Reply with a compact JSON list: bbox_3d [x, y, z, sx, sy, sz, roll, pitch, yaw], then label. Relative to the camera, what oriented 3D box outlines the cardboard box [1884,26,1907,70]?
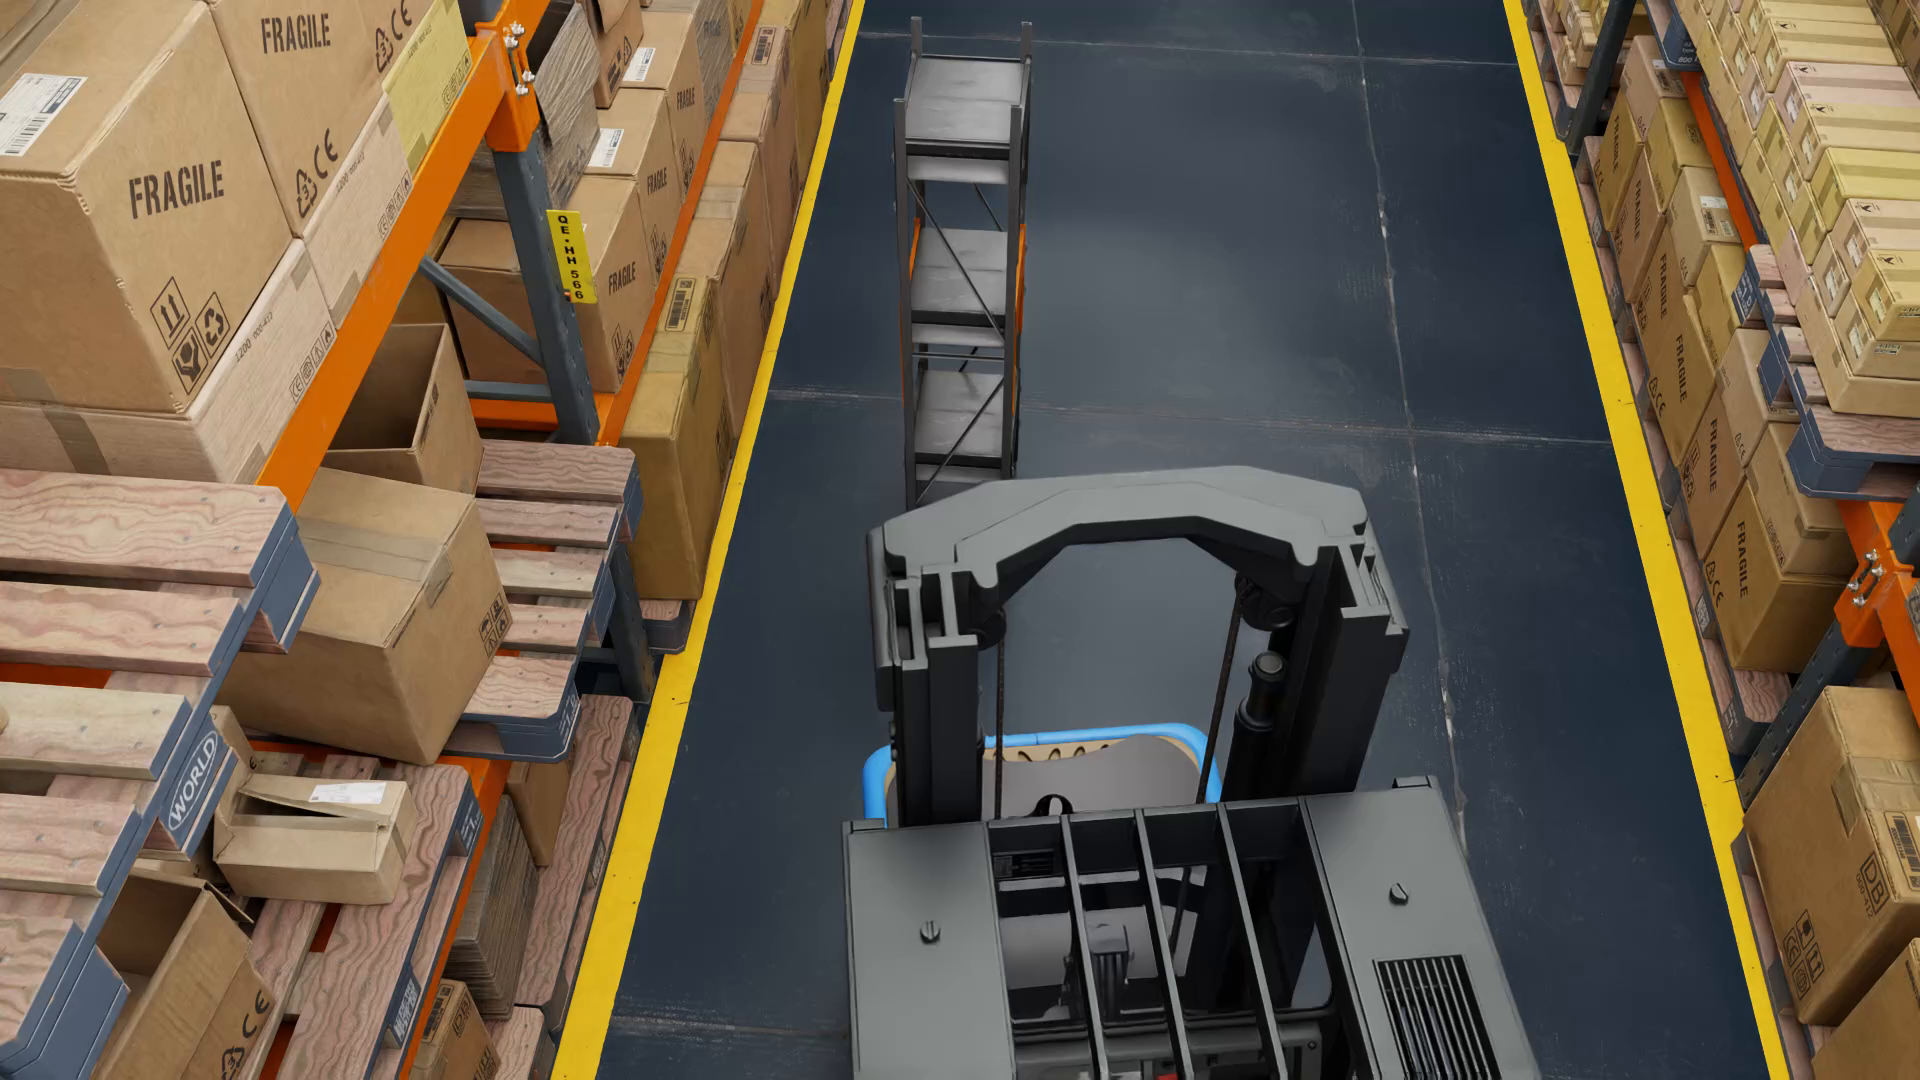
[{"bbox_3d":[3.690,-1.797,6.272,0.380,0.149,0.250,6,48,5],"label":"cardboard box"}]

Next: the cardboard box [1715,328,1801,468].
[{"bbox_3d":[3.116,-0.507,6.108,0.500,0.250,0.500,4,48,4],"label":"cardboard box"}]

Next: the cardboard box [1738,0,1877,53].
[{"bbox_3d":[3.012,-1.853,5.921,0.380,0.149,0.250,5,48,5],"label":"cardboard box"}]

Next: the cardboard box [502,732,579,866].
[{"bbox_3d":[-1.692,0.718,5.483,0.700,0.500,0.500,2,48,1],"label":"cardboard box"}]

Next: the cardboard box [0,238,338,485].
[{"bbox_3d":[-1.530,-0.333,3.116,0.500,0.250,0.500,5,48,5],"label":"cardboard box"}]

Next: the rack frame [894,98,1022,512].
[{"bbox_3d":[-0.007,-0.651,5.948,0.400,2.100,0.015,4,48,4],"label":"rack frame"}]

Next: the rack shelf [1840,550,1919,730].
[{"bbox_3d":[3.097,1.649,3.722,1.077,0.370,4.000,4,48,4],"label":"rack shelf"}]

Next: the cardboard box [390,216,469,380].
[{"bbox_3d":[-1.852,-0.884,5.484,0.500,0.500,0.500,5,48,5],"label":"cardboard box"}]

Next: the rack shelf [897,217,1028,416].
[{"bbox_3d":[0.015,-0.821,6.122,0.431,0.518,0.480,4,48,4],"label":"rack shelf"}]

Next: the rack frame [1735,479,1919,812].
[{"bbox_3d":[3.280,-0.063,4.801,1.000,3.000,0.127,4,48,4],"label":"rack frame"}]

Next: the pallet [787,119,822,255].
[{"bbox_3d":[-1.281,-1.897,8.368,1.003,0.211,1.213,4,48,4],"label":"pallet"}]

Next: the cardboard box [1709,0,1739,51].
[{"bbox_3d":[3.036,-1.937,6.199,0.380,0.149,0.250,3,48,3],"label":"cardboard box"}]

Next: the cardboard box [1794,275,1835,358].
[{"bbox_3d":[2.891,-0.696,5.265,0.380,0.149,0.250,4,48,3],"label":"cardboard box"}]

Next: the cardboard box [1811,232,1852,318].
[{"bbox_3d":[2.894,-0.811,5.169,0.380,0.149,0.250,5,48,5],"label":"cardboard box"}]

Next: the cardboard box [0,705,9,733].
[{"bbox_3d":[-1.789,0.248,2.129,0.797,0.503,0.637,6,48,5],"label":"cardboard box"}]

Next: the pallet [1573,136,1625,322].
[{"bbox_3d":[3.575,-1.489,7.995,1.003,0.211,1.213,4,48,4],"label":"pallet"}]

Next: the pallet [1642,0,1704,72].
[{"bbox_3d":[3.430,-2.386,7.056,1.003,0.211,1.213,4,48,4],"label":"pallet"}]

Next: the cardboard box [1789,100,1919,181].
[{"bbox_3d":[2.937,-1.285,5.401,0.380,0.149,0.250,5,48,5],"label":"cardboard box"}]

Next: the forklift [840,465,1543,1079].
[{"bbox_3d":[0.355,1.379,3.528,1.130,2.935,3.031,-4,48,-4],"label":"forklift"}]

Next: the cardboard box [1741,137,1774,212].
[{"bbox_3d":[2.964,-1.266,5.787,0.380,0.149,0.250,2,48,2],"label":"cardboard box"}]

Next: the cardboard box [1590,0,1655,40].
[{"bbox_3d":[3.417,-2.662,8.422,0.380,0.149,0.250,5,48,5],"label":"cardboard box"}]

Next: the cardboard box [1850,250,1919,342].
[{"bbox_3d":[2.868,-0.712,4.877,0.380,0.149,0.250,2,48,2],"label":"cardboard box"}]

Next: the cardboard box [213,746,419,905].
[{"bbox_3d":[-1.534,0.676,3.931,0.396,0.266,0.258,3,48,2],"label":"cardboard box"}]

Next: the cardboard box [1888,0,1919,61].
[{"bbox_3d":[3.688,-1.886,6.152,0.380,0.149,0.250,4,48,4],"label":"cardboard box"}]

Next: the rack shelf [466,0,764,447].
[{"bbox_3d":[-1.468,-1.698,6.784,1.077,0.370,4.000,4,48,4],"label":"rack shelf"}]

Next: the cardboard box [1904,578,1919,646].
[{"bbox_3d":[2.970,0.215,4.479,0.500,0.500,0.500,4,48,4],"label":"cardboard box"}]

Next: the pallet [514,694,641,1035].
[{"bbox_3d":[-1.723,1.044,5.678,1.003,0.211,1.213,4,48,4],"label":"pallet"}]

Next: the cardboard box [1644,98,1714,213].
[{"bbox_3d":[3.268,-1.637,7.142,0.500,0.250,0.500,5,48,5],"label":"cardboard box"}]

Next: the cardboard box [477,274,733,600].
[{"bbox_3d":[-1.567,-0.402,6.266,1.225,0.875,0.875,2,48,2],"label":"cardboard box"}]

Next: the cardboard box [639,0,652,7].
[{"bbox_3d":[-1.451,-2.352,6.146,0.797,0.503,0.637,5,48,5],"label":"cardboard box"}]

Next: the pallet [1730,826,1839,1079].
[{"bbox_3d":[3.133,1.452,5.305,1.003,0.211,1.213,4,48,4],"label":"pallet"}]

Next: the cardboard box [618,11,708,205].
[{"bbox_3d":[-1.247,-1.600,6.139,0.500,0.500,0.500,3,48,3],"label":"cardboard box"}]

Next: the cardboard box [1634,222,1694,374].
[{"bbox_3d":[3.232,-1.001,7.068,0.500,0.500,0.500,5,48,4],"label":"cardboard box"}]

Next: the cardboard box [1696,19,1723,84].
[{"bbox_3d":[3.037,-1.841,6.313,0.380,0.149,0.250,3,48,3],"label":"cardboard box"}]

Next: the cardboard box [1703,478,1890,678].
[{"bbox_3d":[3.079,0.137,6.027,0.500,0.500,0.500,4,48,3],"label":"cardboard box"}]

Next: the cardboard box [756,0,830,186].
[{"bbox_3d":[-1.324,-2.364,8.060,1.225,0.875,0.875,4,48,4],"label":"cardboard box"}]

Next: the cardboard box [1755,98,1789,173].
[{"bbox_3d":[2.964,-1.371,5.681,0.380,0.149,0.250,4,48,3],"label":"cardboard box"}]

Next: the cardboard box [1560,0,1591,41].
[{"bbox_3d":[3.369,-2.735,8.691,0.380,0.149,0.250,2,48,2],"label":"cardboard box"}]

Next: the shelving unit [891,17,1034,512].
[{"bbox_3d":[0.015,-0.830,6.112,0.431,2.100,0.503,4,48,4],"label":"shelving unit"}]

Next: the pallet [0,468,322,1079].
[{"bbox_3d":[-1.761,0.310,2.554,1.213,0.211,1.003,4,48,4],"label":"pallet"}]

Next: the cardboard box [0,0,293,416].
[{"bbox_3d":[-1.541,-0.578,2.833,0.500,0.500,0.500,5,48,4],"label":"cardboard box"}]
